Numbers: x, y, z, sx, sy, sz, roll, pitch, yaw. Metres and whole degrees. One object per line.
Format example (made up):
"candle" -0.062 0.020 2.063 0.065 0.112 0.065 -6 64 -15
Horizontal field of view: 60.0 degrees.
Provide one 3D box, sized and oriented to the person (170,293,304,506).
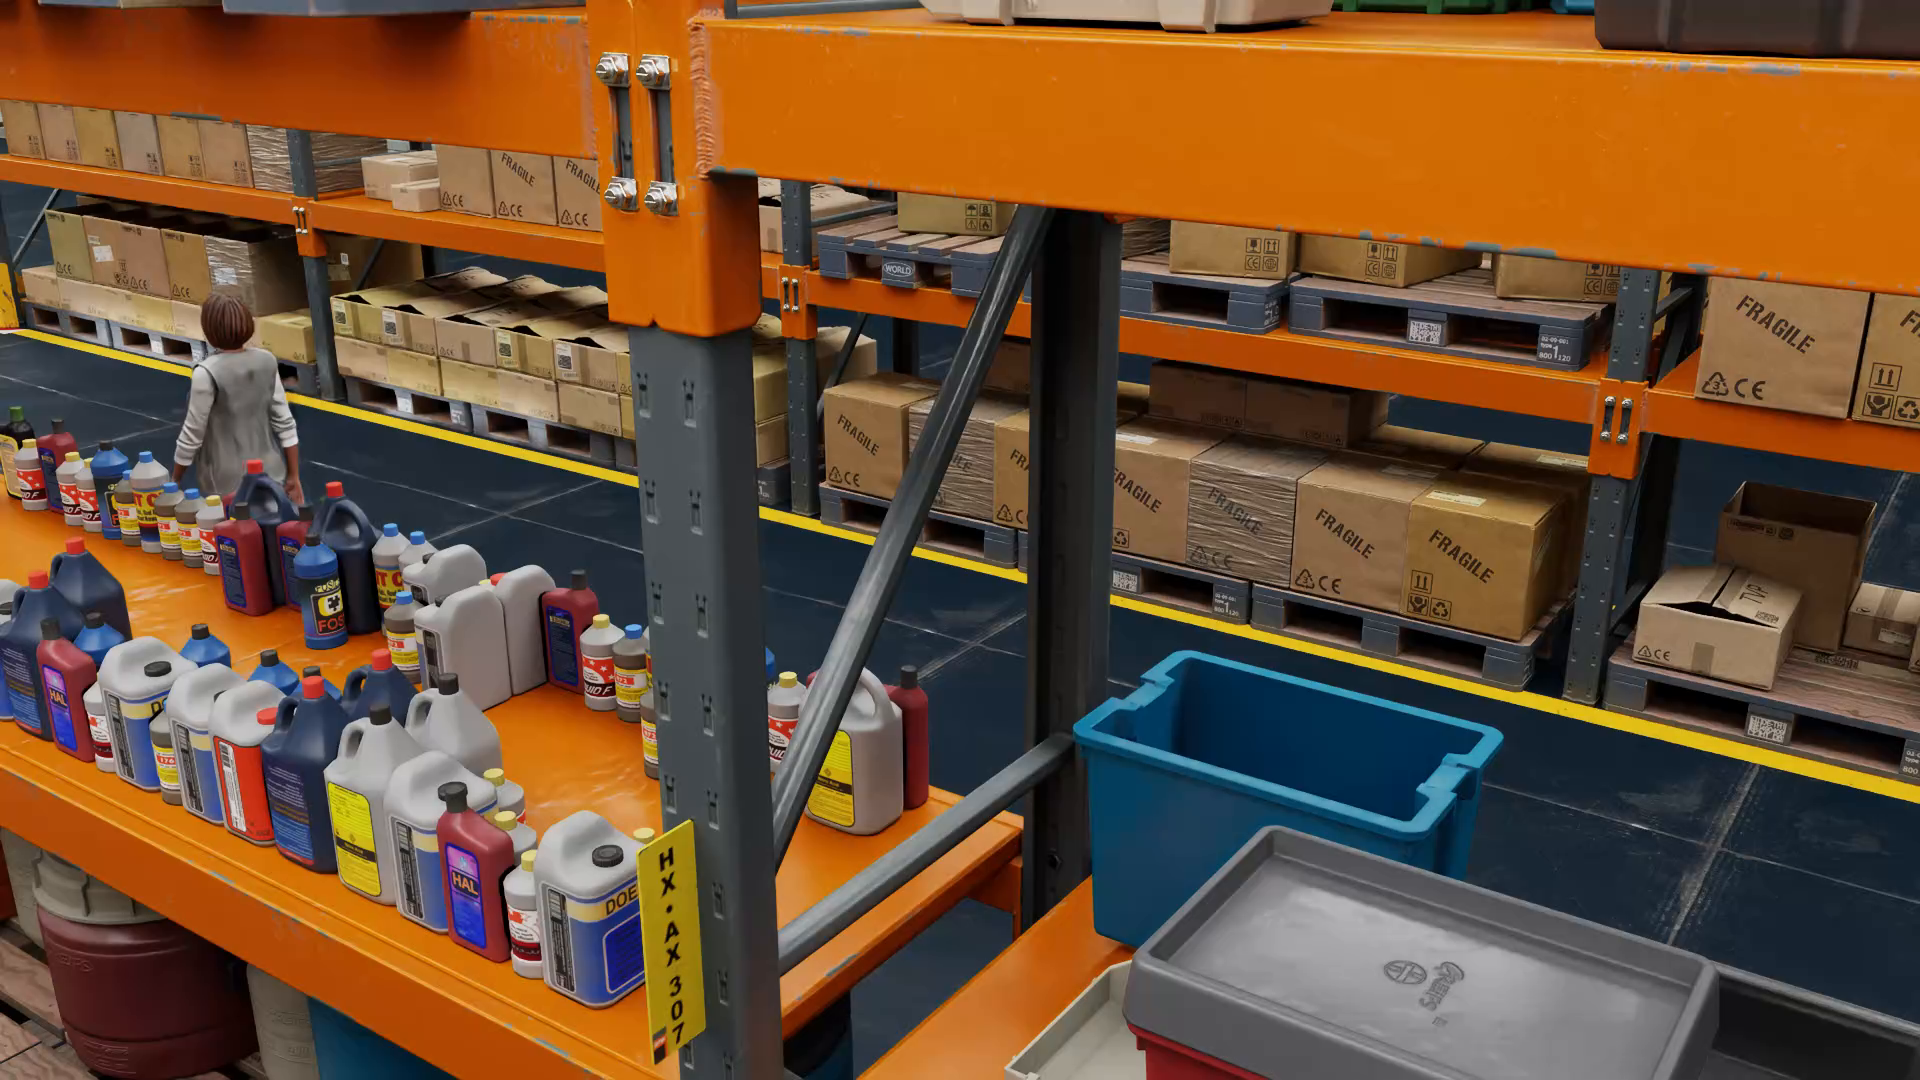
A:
"person" -2.941 -0.246 6.738 0.949 1.537 0.409 8 21 20
